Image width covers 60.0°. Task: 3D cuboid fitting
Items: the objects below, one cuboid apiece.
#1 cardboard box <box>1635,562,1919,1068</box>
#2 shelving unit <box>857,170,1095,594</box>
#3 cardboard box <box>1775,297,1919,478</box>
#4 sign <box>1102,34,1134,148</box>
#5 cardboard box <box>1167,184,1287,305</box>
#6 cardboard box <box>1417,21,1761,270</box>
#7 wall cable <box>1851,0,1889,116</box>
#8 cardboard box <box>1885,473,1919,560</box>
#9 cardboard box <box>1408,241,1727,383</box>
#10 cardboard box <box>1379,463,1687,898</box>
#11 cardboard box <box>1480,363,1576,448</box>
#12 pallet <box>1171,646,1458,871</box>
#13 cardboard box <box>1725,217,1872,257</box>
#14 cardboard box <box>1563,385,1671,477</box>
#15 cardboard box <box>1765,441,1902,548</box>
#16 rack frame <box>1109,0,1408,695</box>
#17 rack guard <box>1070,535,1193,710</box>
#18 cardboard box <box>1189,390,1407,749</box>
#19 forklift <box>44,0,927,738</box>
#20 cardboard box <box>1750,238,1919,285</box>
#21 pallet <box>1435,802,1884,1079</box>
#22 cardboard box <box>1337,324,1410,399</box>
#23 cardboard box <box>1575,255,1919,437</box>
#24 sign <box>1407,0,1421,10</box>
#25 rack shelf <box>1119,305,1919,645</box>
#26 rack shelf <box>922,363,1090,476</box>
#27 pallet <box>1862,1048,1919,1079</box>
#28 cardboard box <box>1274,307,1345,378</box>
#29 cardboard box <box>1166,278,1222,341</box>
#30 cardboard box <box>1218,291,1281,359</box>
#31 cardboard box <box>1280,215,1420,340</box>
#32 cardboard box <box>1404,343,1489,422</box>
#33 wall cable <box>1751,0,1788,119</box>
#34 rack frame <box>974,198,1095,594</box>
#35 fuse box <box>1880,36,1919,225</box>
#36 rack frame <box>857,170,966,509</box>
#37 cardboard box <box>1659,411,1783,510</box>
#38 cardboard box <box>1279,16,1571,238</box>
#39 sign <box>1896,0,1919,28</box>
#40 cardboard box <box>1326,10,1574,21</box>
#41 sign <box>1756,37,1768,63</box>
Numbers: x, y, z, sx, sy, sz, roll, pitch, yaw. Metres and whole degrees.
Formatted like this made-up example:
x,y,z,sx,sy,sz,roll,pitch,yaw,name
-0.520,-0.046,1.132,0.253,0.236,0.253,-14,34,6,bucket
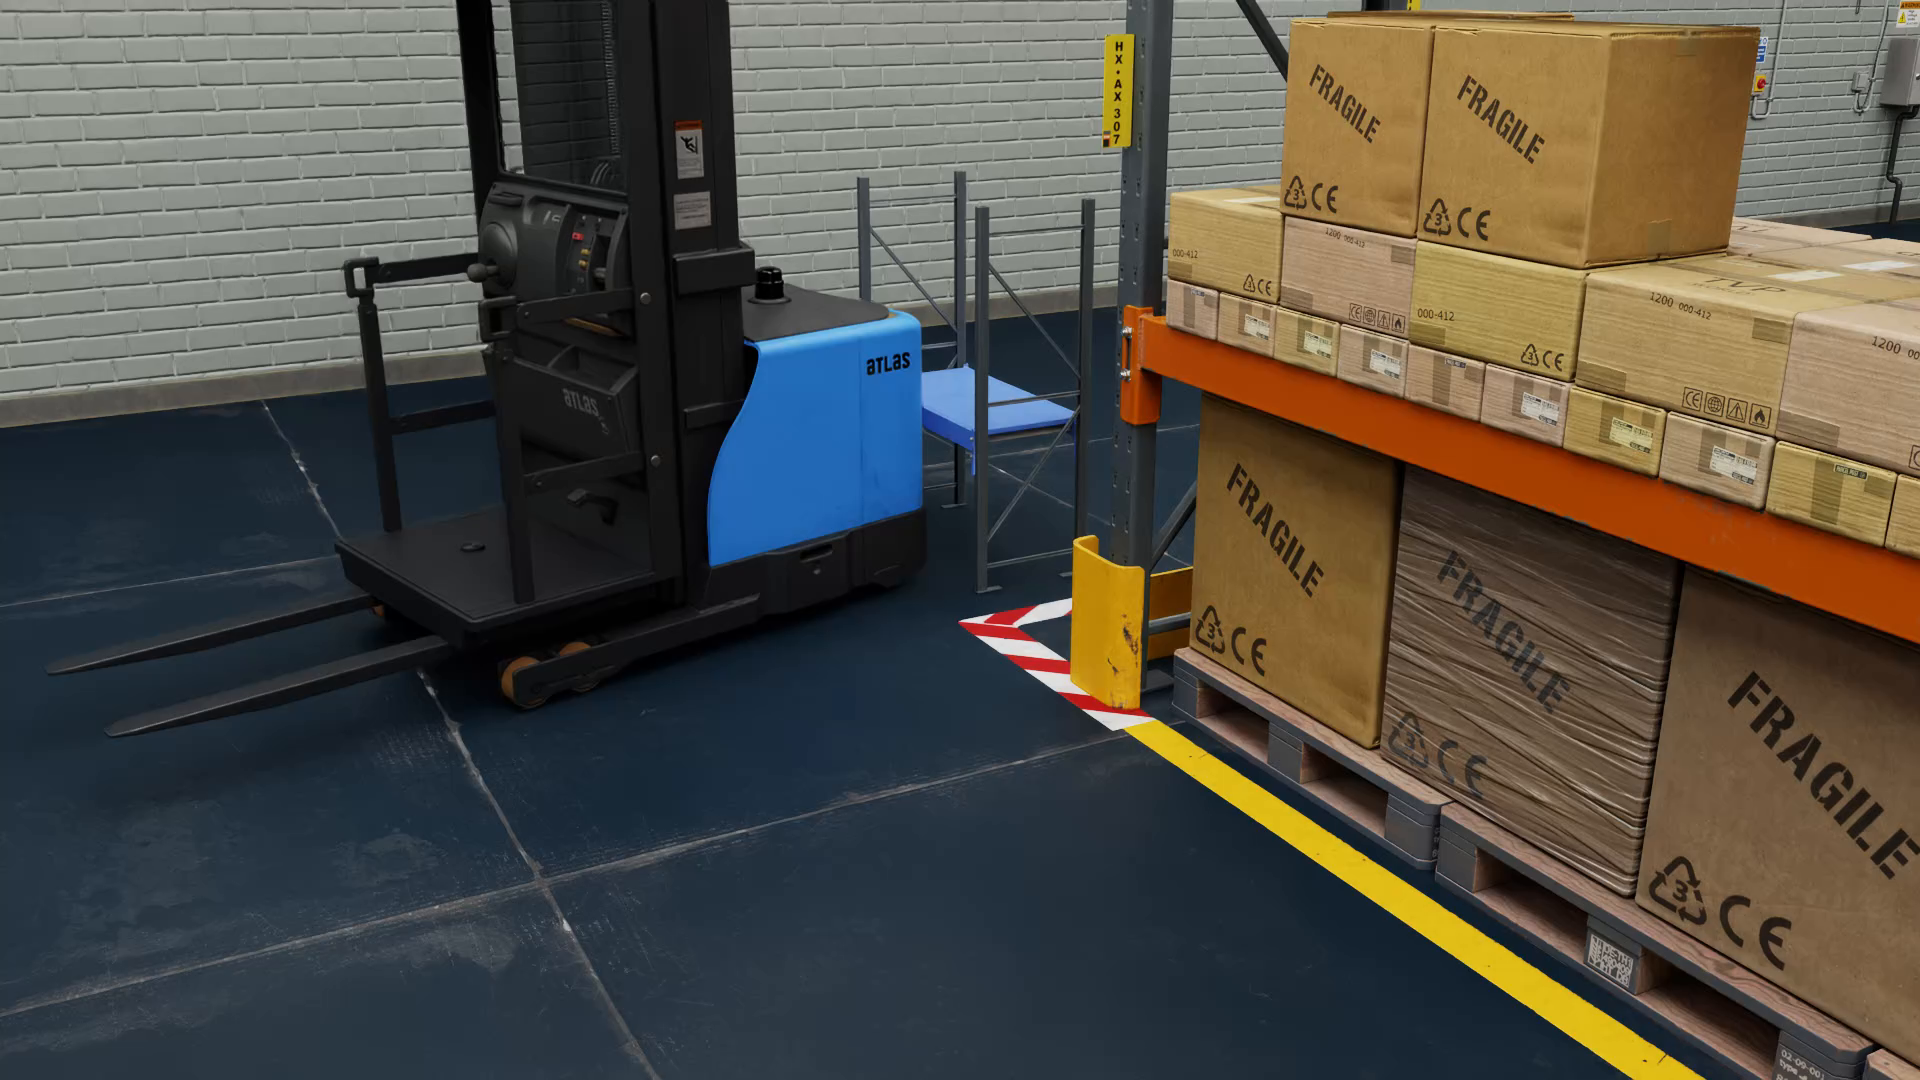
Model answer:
x,y,z,sx,sy,sz,roll,pitch,yaw,name
2.193,0.514,3.657,0.875,0.875,0.875,-10,21,-27,cardboard box
0.041,-0.684,6.816,0.538,1.500,1.048,-10,21,-27,shelving unit
1.932,-0.282,3.124,0.500,0.250,0.500,-10,21,-26,cardboard box
0.473,-1.342,4.974,0.100,0.325,0.005,-10,21,-27,sign
0.954,-0.870,4.828,0.500,0.250,0.500,-11,22,-28,cardboard box
1.443,-0.933,3.861,0.500,0.500,0.500,-11,22,-28,cardboard box
8.230,-4.833,14.982,0.588,1.984,0.122,-10,21,-27,wall cable
1.941,-0.045,3.048,0.380,0.149,0.250,-10,21,-26,cardboard box
1.442,-0.577,3.979,0.500,0.250,0.500,-11,22,-28,cardboard box
1.771,0.259,4.397,0.875,0.875,0.875,-10,21,-27,cardboard box
1.455,-0.339,3.902,0.380,0.149,0.250,-10,22,-27,cardboard box
1.413,0.556,5.197,1.003,0.211,1.213,-10,21,-27,pallet
1.910,-0.660,4.219,0.500,0.250,0.500,-11,22,-28,cardboard box
1.574,-0.267,3.691,0.380,0.149,0.250,-11,22,-28,cardboard box
1.820,-0.119,3.261,0.380,0.149,0.250,-10,22,-28,cardboard box
0.964,-0.980,5.373,1.000,3.000,0.127,-10,21,-27,rack frame
0.953,0.195,5.800,1.175,0.500,0.348,-10,21,-27,rack guard
1.338,-0.003,5.154,0.875,0.875,0.875,-10,21,-27,cardboard box
-1.561,-1.019,5.592,3.031,2.935,1.130,-17,25,-40,forklift
2.161,-0.511,3.787,0.500,0.250,0.500,-10,21,-27,cardboard box
1.988,0.906,4.184,1.003,0.211,1.213,-10,21,-27,pallet
1.212,-0.487,4.328,0.380,0.149,0.250,-10,22,-27,cardboard box
1.695,-0.428,3.547,0.500,0.250,0.500,-10,22,-28,cardboard box
1.448,-1.719,5.377,0.100,0.325,0.005,-10,21,-27,sign
1.914,-0.066,3.826,1.077,0.370,4.000,-10,21,-27,rack shelf
0.041,-0.514,6.874,0.538,0.185,1.000,-10,21,-27,rack shelf
2.571,1.256,3.167,1.003,0.211,1.213,-10,21,-27,pallet
1.087,-0.561,4.544,0.380,0.149,0.250,-11,22,-28,cardboard box
0.842,-0.708,4.970,0.380,0.149,0.250,-10,21,-26,cardboard box
0.965,-0.635,4.757,0.380,0.149,0.250,-10,22,-27,cardboard box
1.207,-0.722,4.399,0.500,0.250,0.500,-10,22,-27,cardboard box
1.332,-0.413,4.116,0.380,0.149,0.250,-10,22,-28,cardboard box
6.987,-4.625,14.331,0.585,1.953,0.123,-10,21,-27,wall cable
0.282,-0.539,6.393,0.500,1.500,0.032,-10,21,-27,rack frame
8.905,-3.804,15.533,0.539,1.711,0.414,-10,21,-27,fuse box
-0.201,-0.830,7.239,0.500,1.500,0.032,-10,21,-27,rack frame
1.700,-0.192,3.474,0.380,0.149,0.250,-10,21,-26,cardboard box
1.192,-1.081,4.290,0.500,0.500,0.500,-11,22,-28,cardboard box
8.758,-4.855,15.336,0.339,0.242,0.001,-10,21,-27,sign
1.427,-1.305,4.939,0.500,0.500,0.500,-10,21,-26,cardboard box
6.916,-4.268,14.487,0.327,0.218,0.001,-10,21,-27,sign
